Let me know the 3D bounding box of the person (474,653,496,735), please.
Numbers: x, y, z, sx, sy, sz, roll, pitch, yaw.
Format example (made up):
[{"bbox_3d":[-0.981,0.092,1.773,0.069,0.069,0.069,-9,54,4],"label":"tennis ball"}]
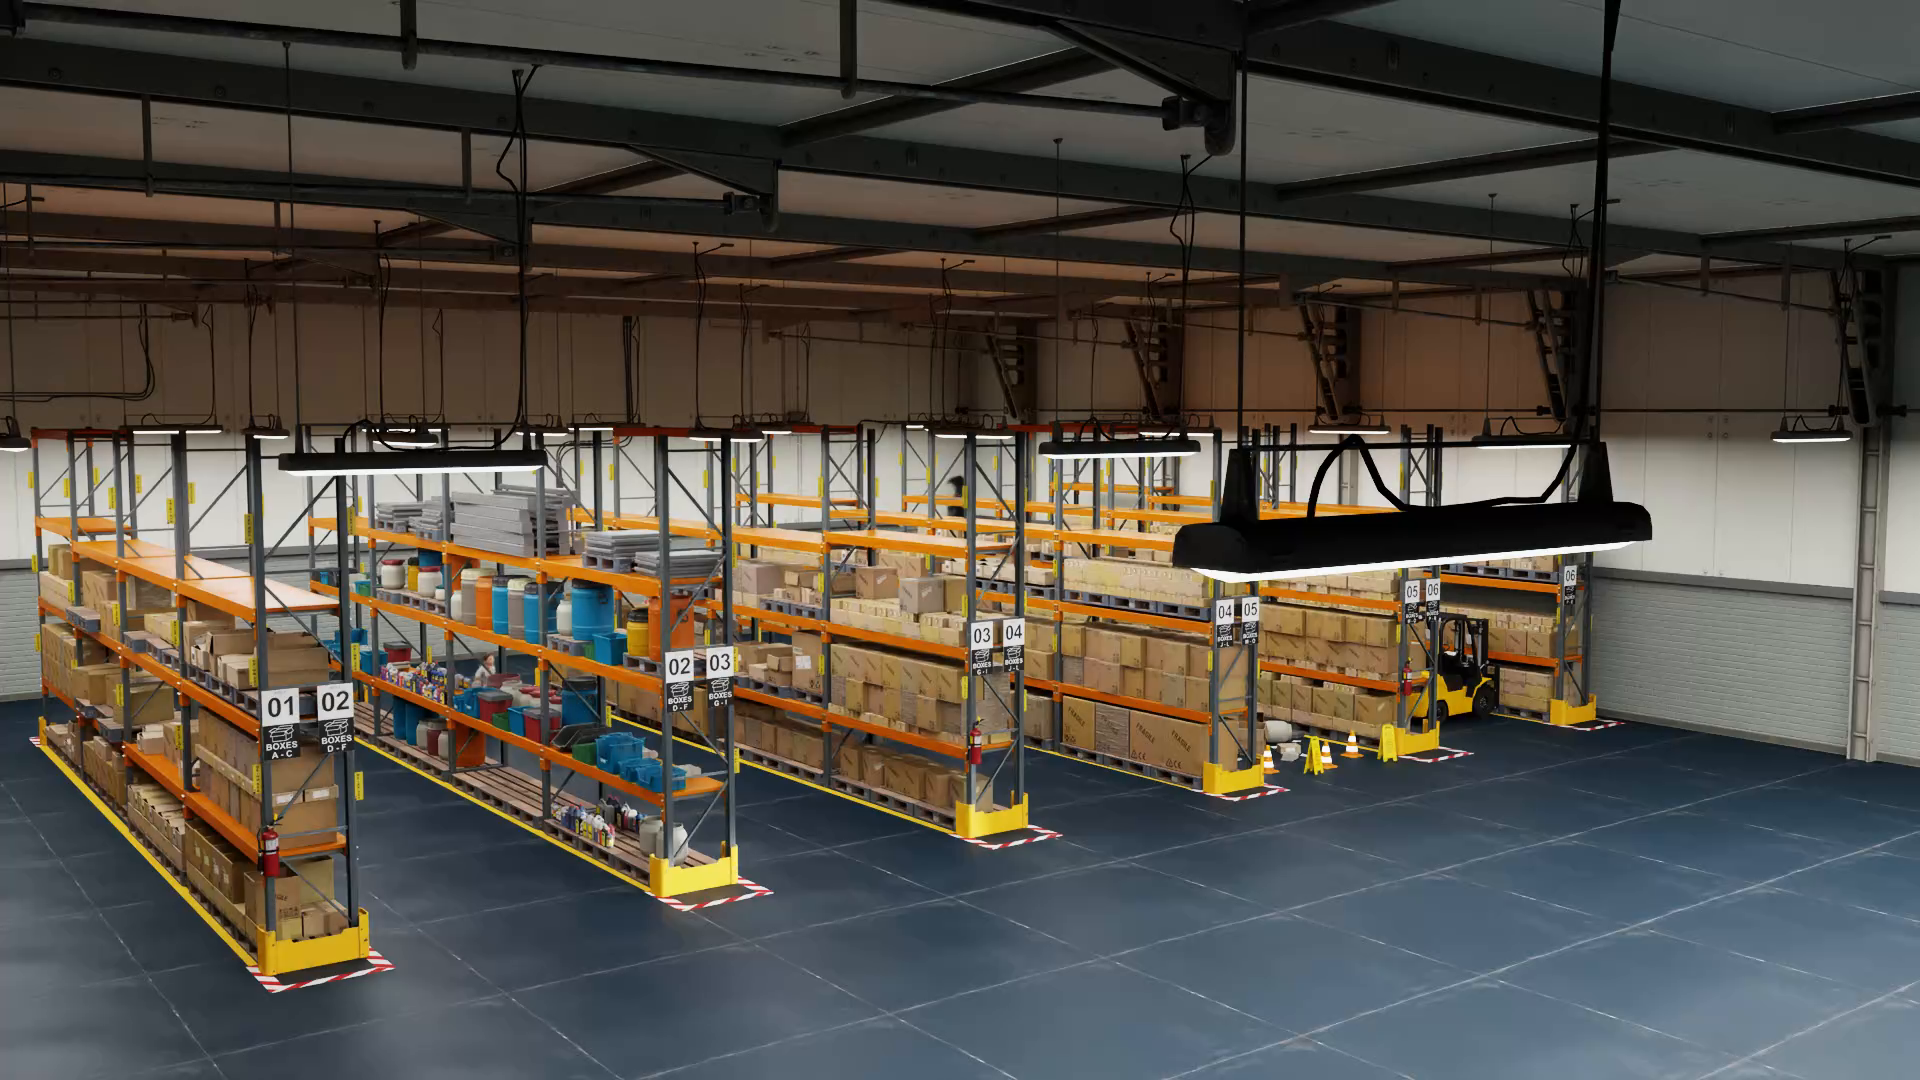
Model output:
[{"bbox_3d":[-9.288,2.994,32.451,0.659,1.606,0.562,3,5,34],"label":"person"}]

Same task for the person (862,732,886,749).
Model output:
[{"bbox_3d":[-1.442,3.079,31.025,0.838,1.739,0.664,0,5,6],"label":"person"}]

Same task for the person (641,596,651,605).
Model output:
[{"bbox_3d":[-7.935,2.132,42.902,0.749,1.694,0.793,-3,5,-35],"label":"person"}]
